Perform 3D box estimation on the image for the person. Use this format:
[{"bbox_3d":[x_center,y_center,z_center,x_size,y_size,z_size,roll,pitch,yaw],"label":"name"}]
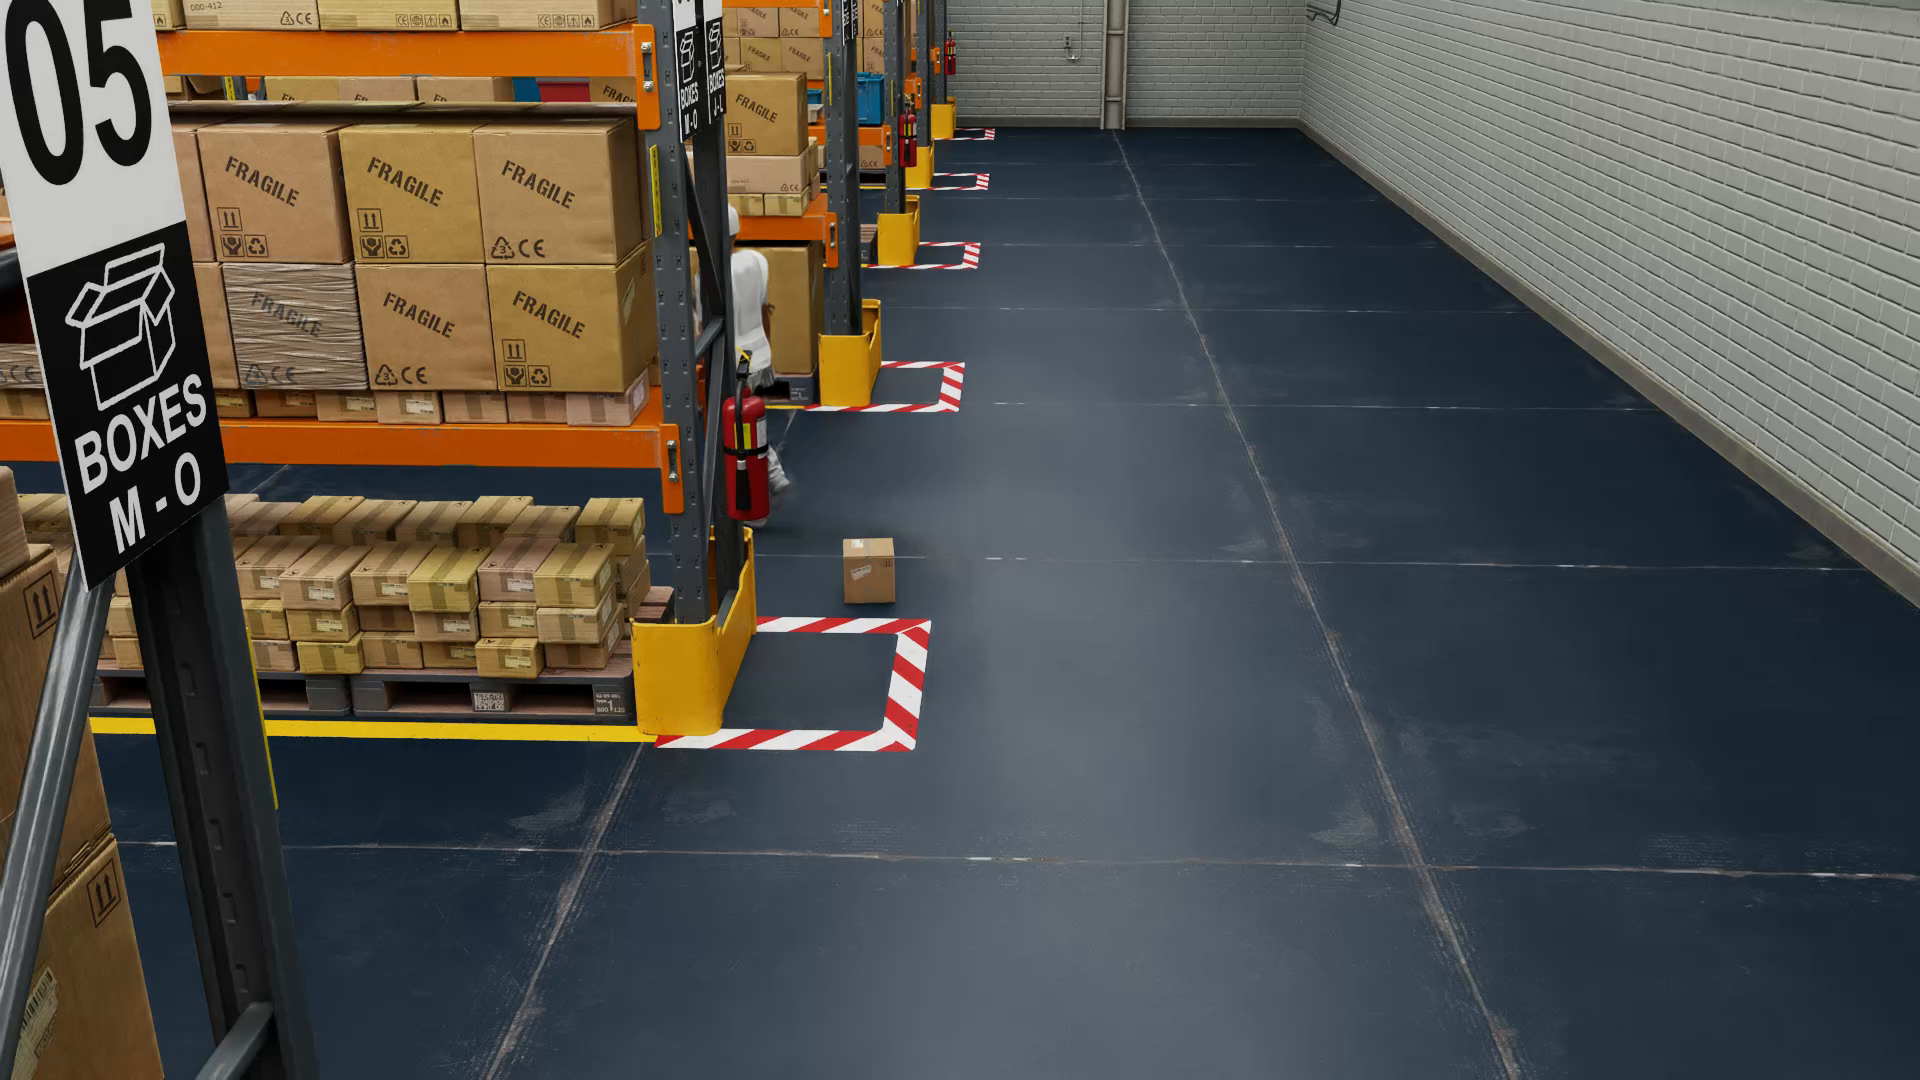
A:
[{"bbox_3d":[-1.216,-0.920,8.903,0.470,1.777,0.597,9,22,23],"label":"person"}]
